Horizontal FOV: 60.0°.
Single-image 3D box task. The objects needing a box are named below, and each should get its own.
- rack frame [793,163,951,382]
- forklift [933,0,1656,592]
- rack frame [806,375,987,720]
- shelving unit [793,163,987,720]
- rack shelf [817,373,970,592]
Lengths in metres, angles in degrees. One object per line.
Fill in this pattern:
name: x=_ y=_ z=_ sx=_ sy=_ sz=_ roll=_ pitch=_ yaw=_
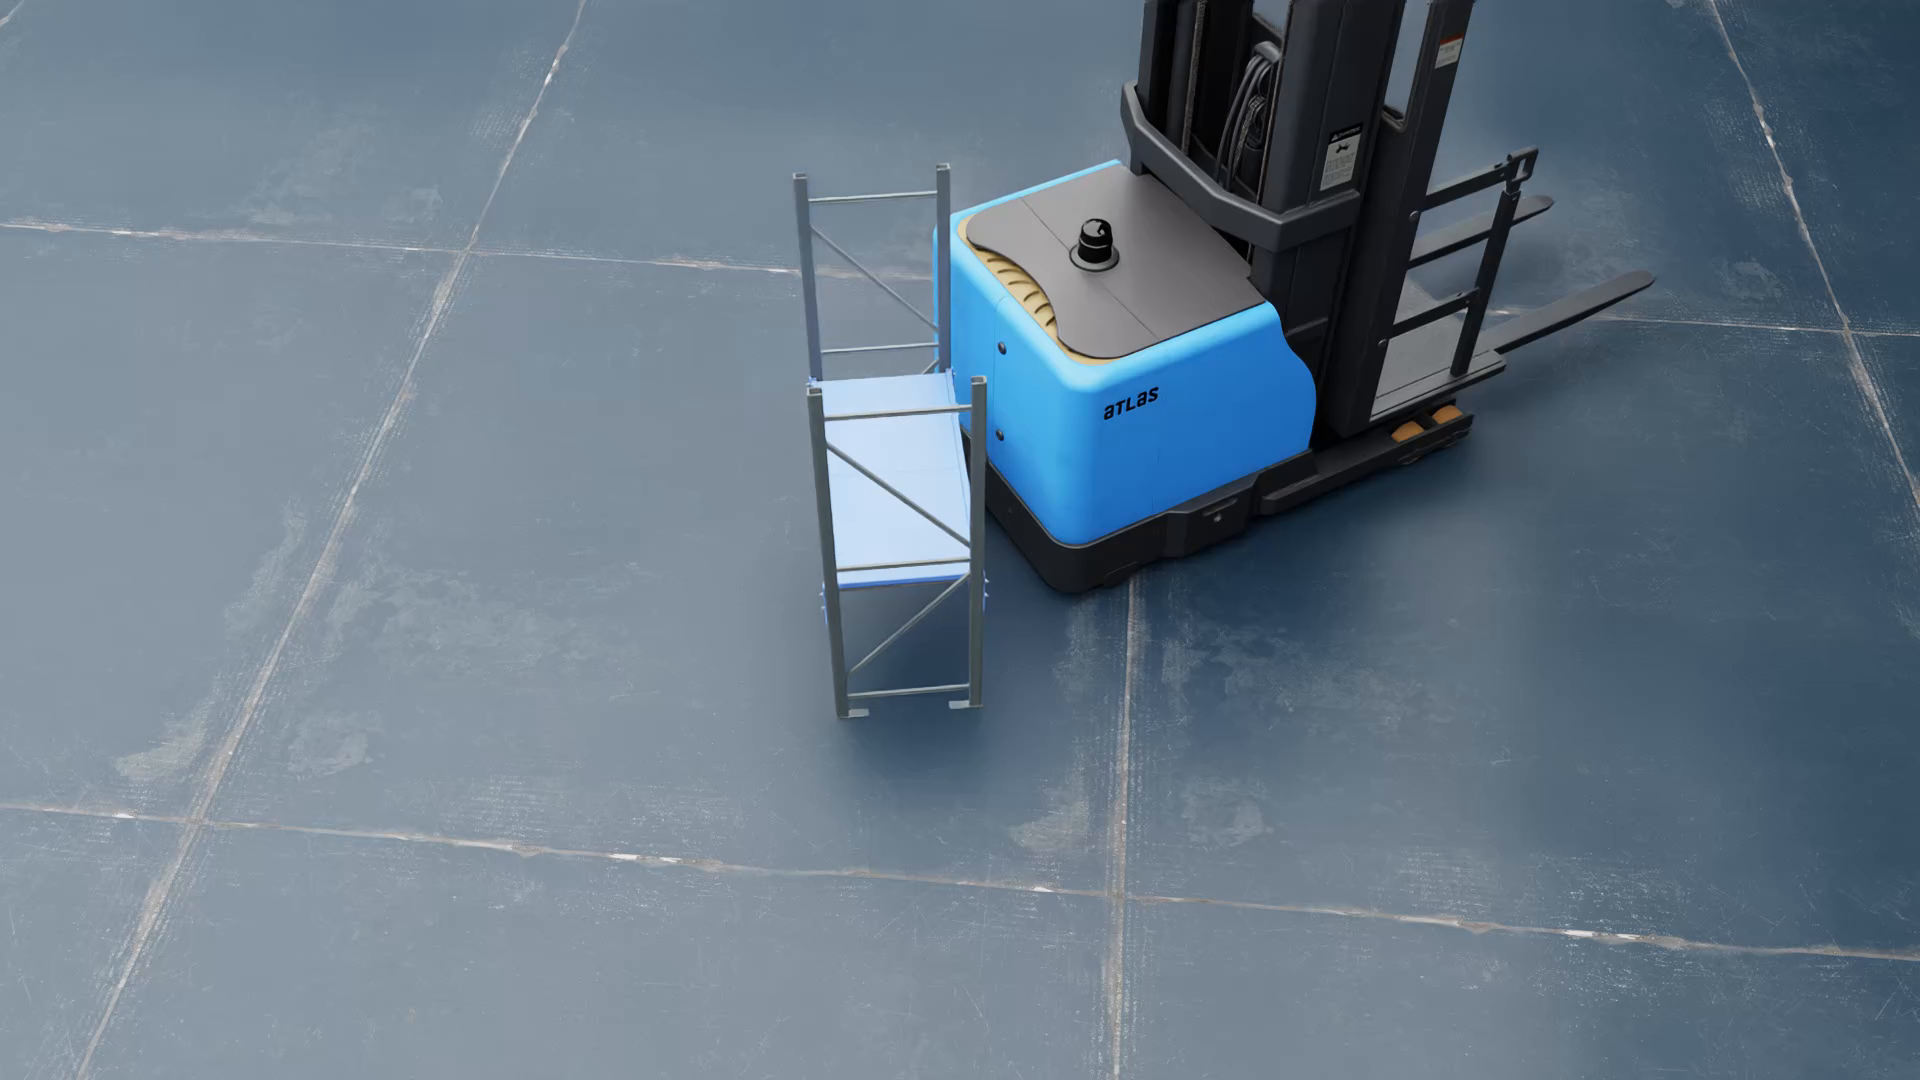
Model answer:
rack frame: x=-0.282 y=-0.668 z=5.845 sx=0.500 sy=1.500 sz=0.032 roll=-4 pitch=48 yaw=-4
forklift: x=1.429 y=-1.606 z=5.732 sx=3.031 sy=2.935 sz=1.130 roll=-22 pitch=51 yaw=-19
rack frame: x=-0.175 y=0.078 z=5.162 sx=0.500 sy=1.500 sz=0.032 roll=-4 pitch=48 yaw=-4
shelving unit: x=-0.228 y=-0.295 z=5.504 sx=0.500 sy=1.500 sz=1.048 roll=-4 pitch=48 yaw=-4
rack shelf: x=-0.228 y=-0.207 z=5.600 sx=0.459 sy=0.062 sz=0.952 roll=-4 pitch=48 yaw=-4
